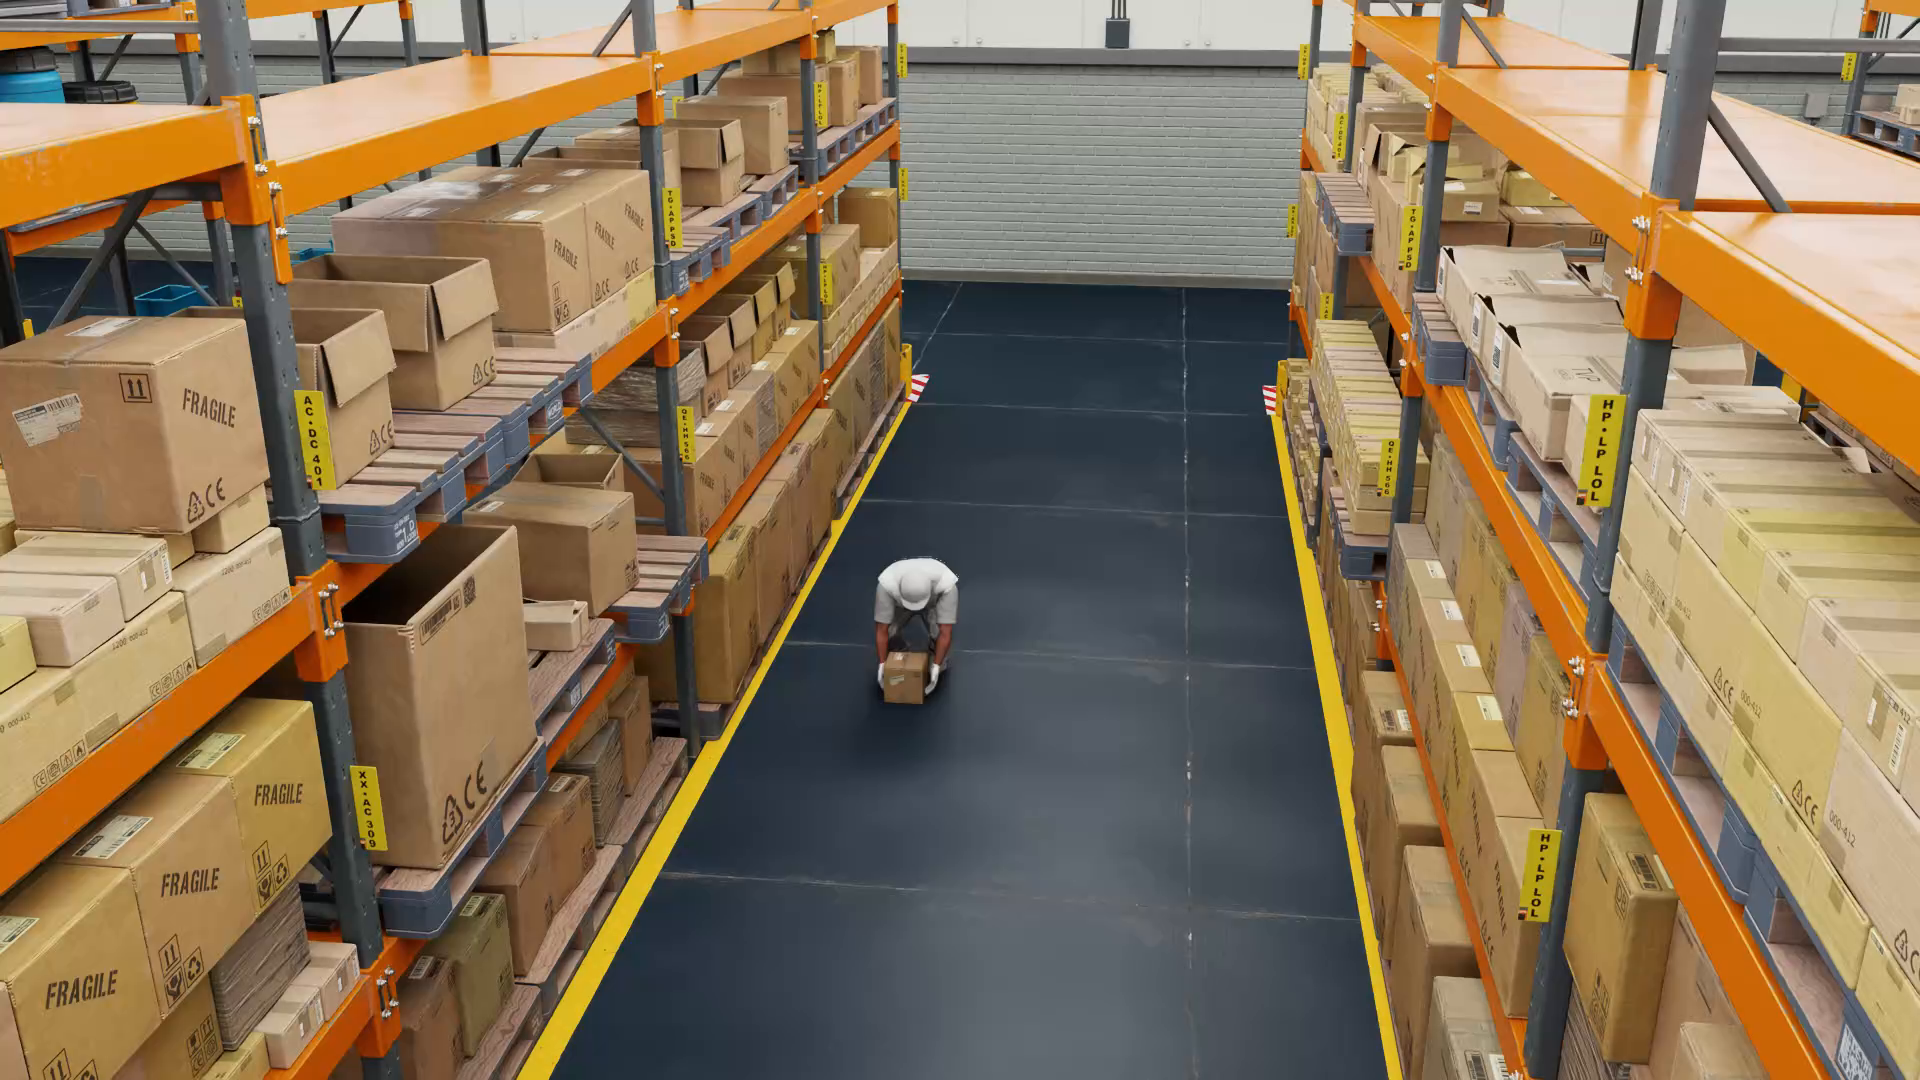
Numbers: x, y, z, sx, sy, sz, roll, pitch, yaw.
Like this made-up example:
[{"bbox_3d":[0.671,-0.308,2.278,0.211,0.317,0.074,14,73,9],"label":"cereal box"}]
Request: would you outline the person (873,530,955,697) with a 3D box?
[{"bbox_3d":[-0.303,0.465,11.005,0.525,0.946,0.982,2,21,5],"label":"person"}]
